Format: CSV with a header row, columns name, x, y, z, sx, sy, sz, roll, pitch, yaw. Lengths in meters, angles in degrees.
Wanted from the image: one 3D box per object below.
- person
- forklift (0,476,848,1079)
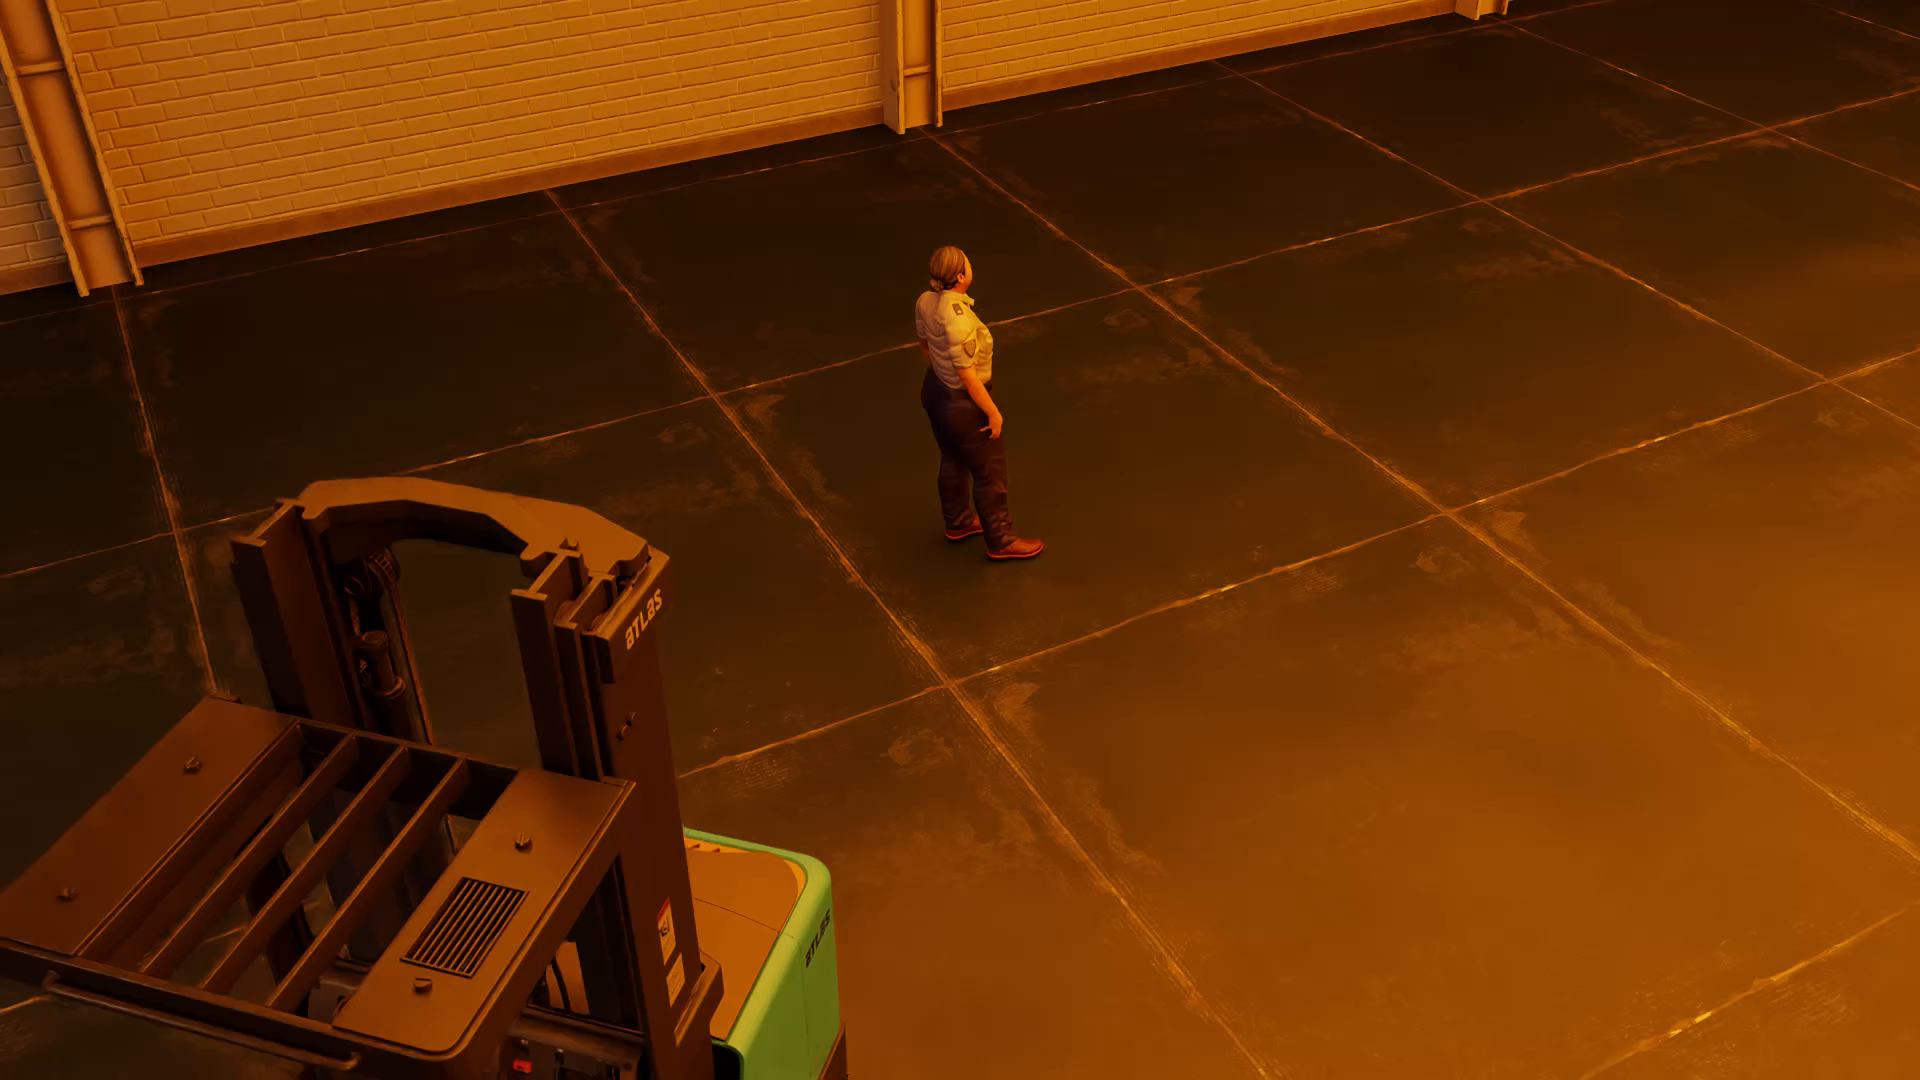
name,x,y,z,sx,sy,sz,roll,pitch,yaw
person,0.091,-0.688,8.203,0.502,1.643,0.598,-17,39,-23
forklift,-1.307,1.444,4.081,1.130,2.935,3.031,10,36,13
